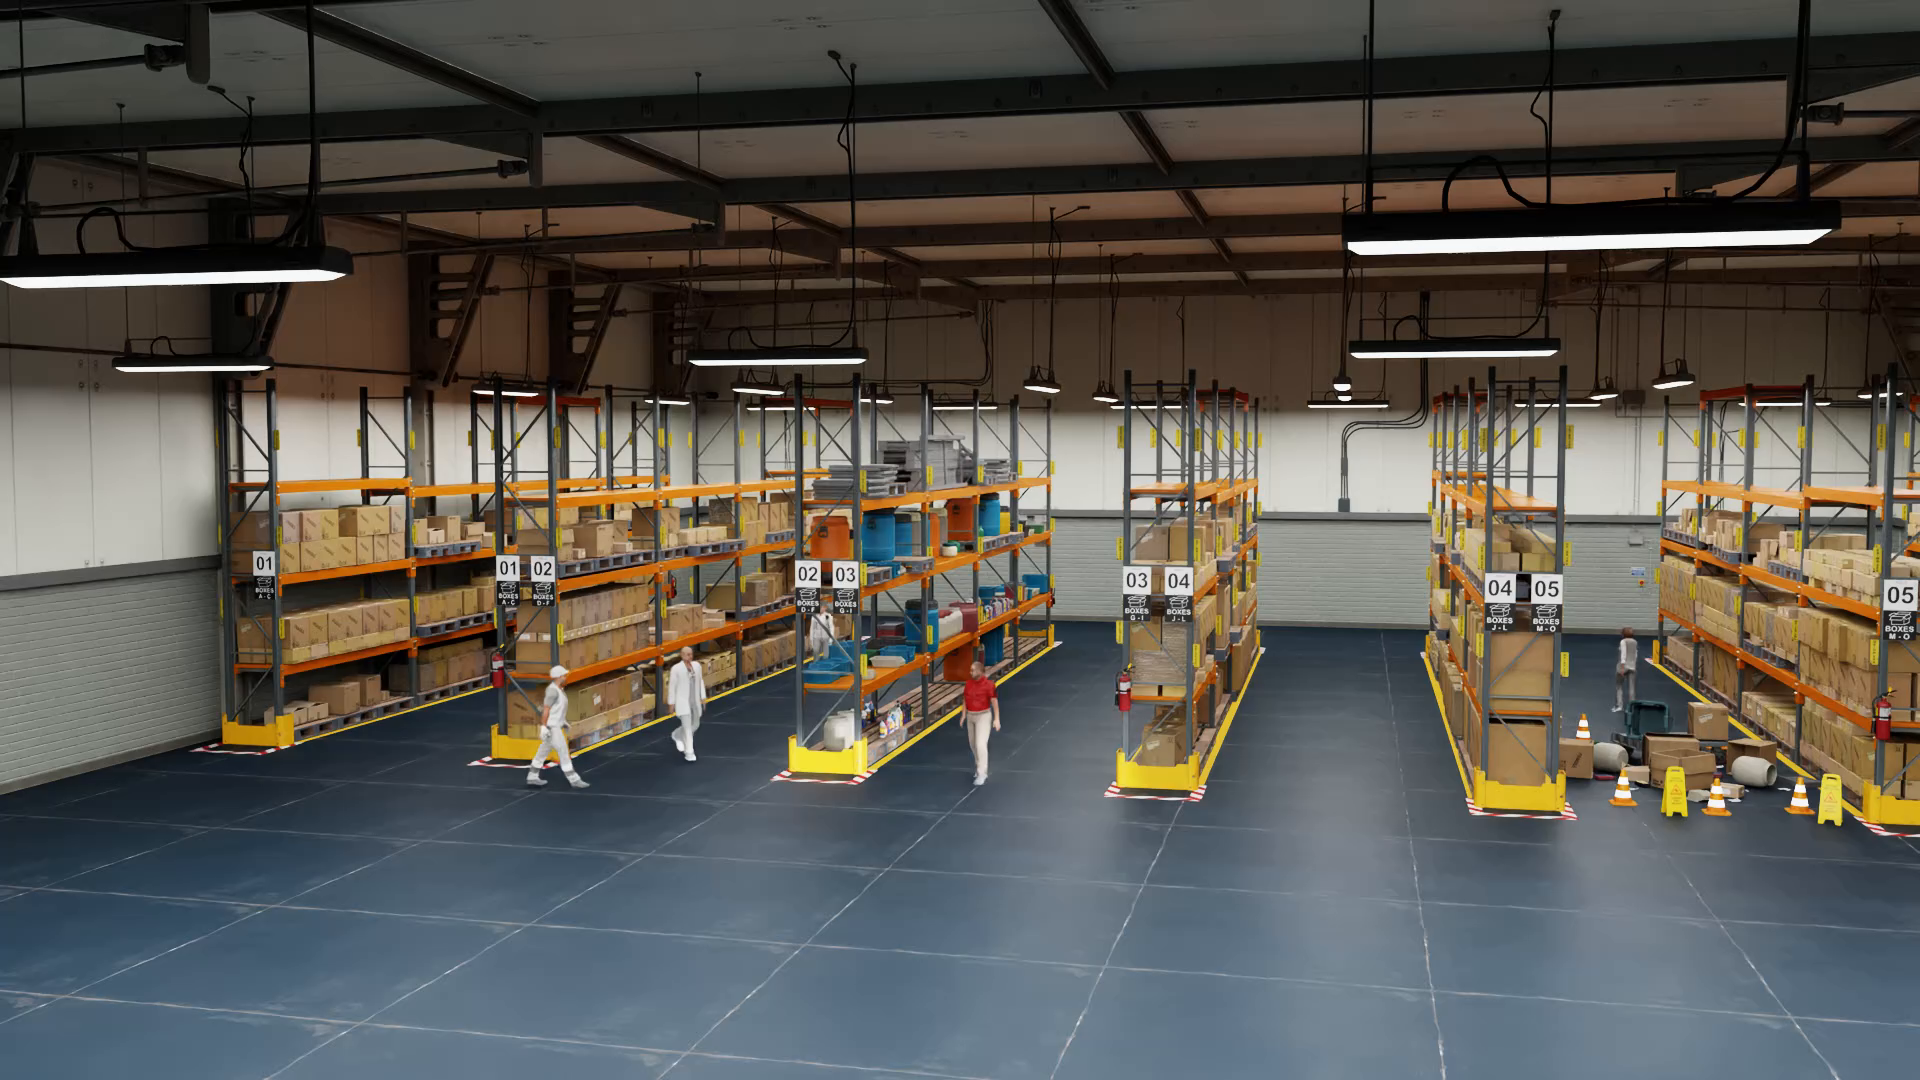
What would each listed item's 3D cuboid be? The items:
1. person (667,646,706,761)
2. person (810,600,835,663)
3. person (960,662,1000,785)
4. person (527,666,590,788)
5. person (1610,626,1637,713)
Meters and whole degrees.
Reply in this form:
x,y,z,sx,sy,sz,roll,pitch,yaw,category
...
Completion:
x,y,z,sx,sy,sz,roll,pitch,yaw,category
-4.313,2.544,26.219,0.644,1.749,0.965,-3,5,-40,person
-2.802,1.983,33.882,0.504,1.512,0.660,0,3,-8,person
0.234,2.672,24.531,0.651,1.732,0.660,3,5,42,person
-5.777,2.670,23.922,0.966,1.728,0.620,0,3,3,person
12.243,2.411,30.474,0.407,1.585,0.625,0,3,0,person
